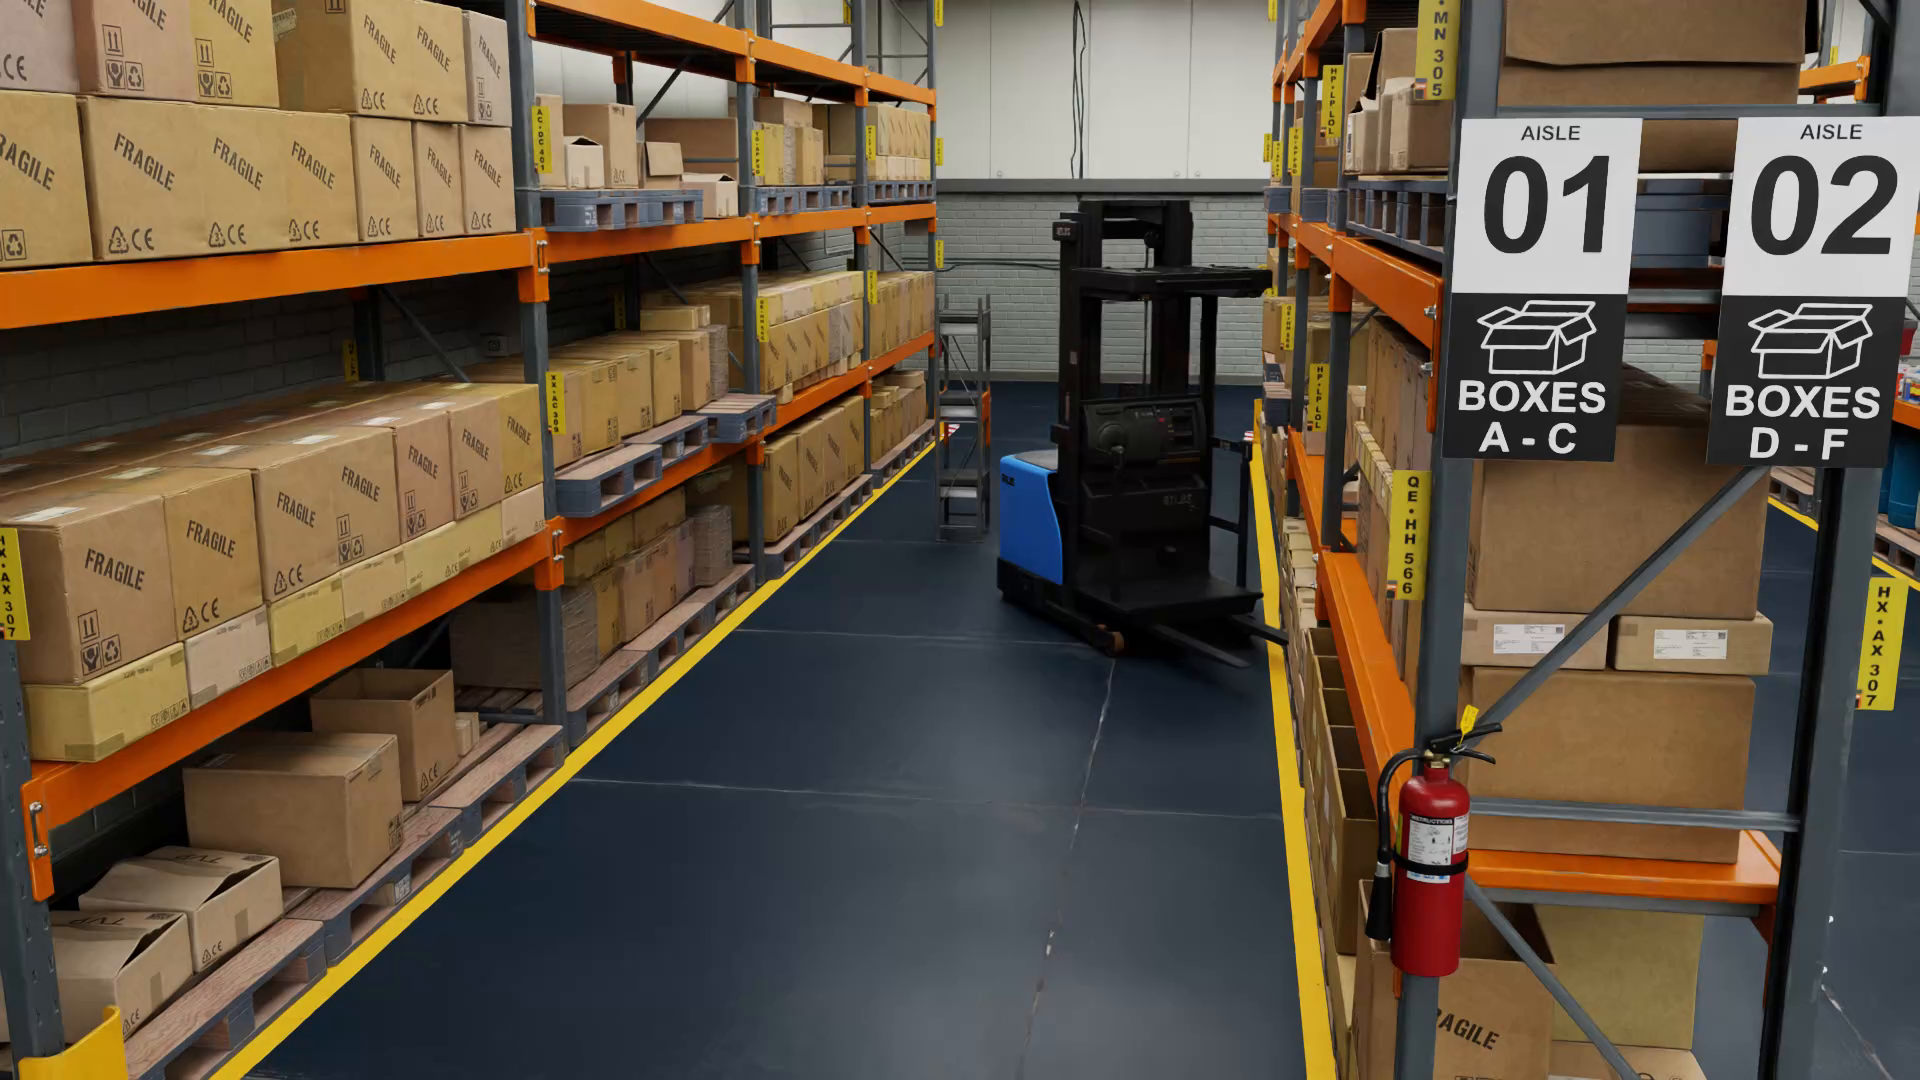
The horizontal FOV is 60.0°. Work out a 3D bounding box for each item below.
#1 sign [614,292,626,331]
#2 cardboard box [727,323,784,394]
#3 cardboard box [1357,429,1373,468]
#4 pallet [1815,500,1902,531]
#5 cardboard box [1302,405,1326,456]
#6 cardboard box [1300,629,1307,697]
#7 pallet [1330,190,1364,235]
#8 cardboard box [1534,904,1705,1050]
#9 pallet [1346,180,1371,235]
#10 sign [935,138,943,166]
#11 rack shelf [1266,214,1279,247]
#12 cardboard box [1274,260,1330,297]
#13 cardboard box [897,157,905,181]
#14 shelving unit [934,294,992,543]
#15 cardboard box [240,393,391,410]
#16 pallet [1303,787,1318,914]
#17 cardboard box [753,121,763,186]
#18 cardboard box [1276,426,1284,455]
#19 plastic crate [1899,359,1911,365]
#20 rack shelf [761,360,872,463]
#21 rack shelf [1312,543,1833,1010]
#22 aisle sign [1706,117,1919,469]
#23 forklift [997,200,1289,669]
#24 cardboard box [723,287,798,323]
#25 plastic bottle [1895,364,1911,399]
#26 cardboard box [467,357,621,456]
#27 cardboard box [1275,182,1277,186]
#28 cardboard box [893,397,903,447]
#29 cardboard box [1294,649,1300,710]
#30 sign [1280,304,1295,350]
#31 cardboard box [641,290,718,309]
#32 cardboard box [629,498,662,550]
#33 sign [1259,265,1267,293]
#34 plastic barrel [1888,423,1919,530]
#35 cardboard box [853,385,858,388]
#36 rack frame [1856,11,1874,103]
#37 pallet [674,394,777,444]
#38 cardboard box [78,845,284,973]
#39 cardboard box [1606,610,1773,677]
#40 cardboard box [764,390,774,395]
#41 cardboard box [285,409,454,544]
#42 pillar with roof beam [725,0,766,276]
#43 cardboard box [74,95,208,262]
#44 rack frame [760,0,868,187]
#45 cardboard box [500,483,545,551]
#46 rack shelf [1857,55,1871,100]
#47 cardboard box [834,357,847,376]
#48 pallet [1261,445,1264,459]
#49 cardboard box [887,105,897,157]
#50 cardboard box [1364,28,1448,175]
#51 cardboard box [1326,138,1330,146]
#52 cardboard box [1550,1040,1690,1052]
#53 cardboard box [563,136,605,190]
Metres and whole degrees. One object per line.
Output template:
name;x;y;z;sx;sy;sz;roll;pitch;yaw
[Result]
sign;-2.566;-1.717;12.590;0.100;0.325;0.005;2;12;9
cardboard box;-1.690;-1.430;13.019;0.500;0.500;0.500;2;12;10
cardboard box;1.992;-0.405;7.475;0.380;0.149;0.250;2;12;9
pallet;8.227;-0.123;14.561;1.003;0.211;1.213;2;12;9
cardboard box;2.549;-0.750;11.065;0.500;0.311;0.500;2;12;8
cardboard box;2.042;0.630;8.648;0.500;0.311;0.500;2;12;9
pallet;2.386;-1.698;8.585;0.805;0.209;1.217;1;12;6
cardboard box;2.025;1.255;5.298;0.500;0.500;0.500;2;12;9
pallet;2.157;-1.386;6.893;1.003;0.211;1.213;2;12;9
sign;-0.253;-4.639;19.863;0.100;0.325;0.005;2;12;9
rack shelf;3.801;-3.337;17.446;1.077;0.370;4.000;2;12;9
cardboard box;3.315;-2.458;16.166;0.500;0.500;0.500;2;12;9
cardboard box;-0.871;-3.961;17.755;0.500;0.250;0.500;2;12;7
shelving unit;0.025;-1.061;14.432;0.431;2.100;0.503;2;12;9
cardboard box;-2.994;-0.405;7.781;0.500;0.500;0.500;2;12;8
pallet;2.099;1.386;7.559;1.003;0.211;1.213;2;12;9
cardboard box;-1.970;-3.078;13.256;0.700;0.500;0.500;1;12;6
cardboard box;3.024;-0.865;14.496;0.500;0.250;0.500;2;12;9
plastic crate;8.600;-1.638;15.456;0.396;0.136;0.243;2;12;9
rack shelf;-1.710;-1.198;14.640;1.077;0.370;4.000;2;12;9
rack shelf;1.955;0.627;6.171;1.077;0.370;4.000;2;12;9
aisle sign;1.940;-0.555;3.780;0.394;0.787;0.004;2;12;9
forklift;1.353;-0.772;11.121;1.130;2.935;3.031;-6;13;-24
cardboard box;-1.611;-1.902;13.428;0.500;0.250;0.500;2;12;8
plastic bottle;7.797;-1.308;13.735;0.152;0.276;0.135;2;12;9
cardboard box;-2.427;-0.786;9.737;0.700;0.500;0.500;3;13;14
cardboard box;3.461;-3.517;16.930;0.500;0.250;0.500;2;12;9
cardboard box;-1.024;-1.313;18.402;0.700;0.500;0.500;2;12;10
cardboard box;2.120;0.797;9.205;0.500;0.250;0.500;2;12;8
sign;2.340;-1.516;11.850;0.100;0.325;0.005;2;12;9
cardboard box;-2.204;-1.807;12.986;0.500;0.250;0.500;2;12;10
cardboard box;-2.300;-0.118;11.028;0.500;0.250;0.500;2;12;8
sign;3.572;-3.080;19.608;0.100;0.325;0.005;2;12;9
plastic barrel;8.178;-0.564;13.976;0.600;0.901;0.708;2;12;9
cardboard box;-1.245;-1.612;18.251;0.380;0.149;0.250;2;12;9
rack frame;8.387;-4.578;14.374;1.000;3.000;0.127;2;12;9
pallet;-2.022;-0.888;11.948;1.213;0.211;1.003;2;12;9
cardboard box;-2.965;1.372;6.347;0.500;0.311;0.500;3;13;13
cardboard box;1.921;0.251;4.431;0.380;0.149;0.250;2;12;8
cardboard box;-1.690;-1.133;13.182;0.380;0.149;0.250;2;12;9
cardboard box;-2.559;-0.287;7.232;0.500;0.500;0.500;2;12;7
pillar with roof beam;2.105;-4.933;16.023;9.100;9.000;0.400;2;12;9
cardboard box;-2.831;-1.165;5.375;0.500;0.500;0.500;3;12;12
rack frame;-1.402;-4.899;15.864;1.000;3.000;0.127;2;12;9
cardboard box;-2.406;-0.129;8.279;0.500;0.250;0.500;2;12;9
rack shelf;8.080;-3.614;12.560;1.077;0.370;4.000;2;12;9
cardboard box;-1.257;-1.611;15.396;0.380;0.149;0.250;2;12;9
pallet;3.975;-1.094;19.068;1.003;0.211;1.213;2;12;9
cardboard box;-0.942;-4.226;17.206;0.500;0.500;0.500;2;12;7
cardboard box;1.885;-1.593;6.070;0.797;0.503;0.637;3;13;15
cardboard box;3.108;-3.280;12.865;0.500;0.500;0.500;2;12;9
cardboard box;2.023;1.622;5.377;0.500;0.250;0.500;2;12;9
cardboard box;-2.375;-2.168;9.528;0.500;0.311;0.500;2;12;10
